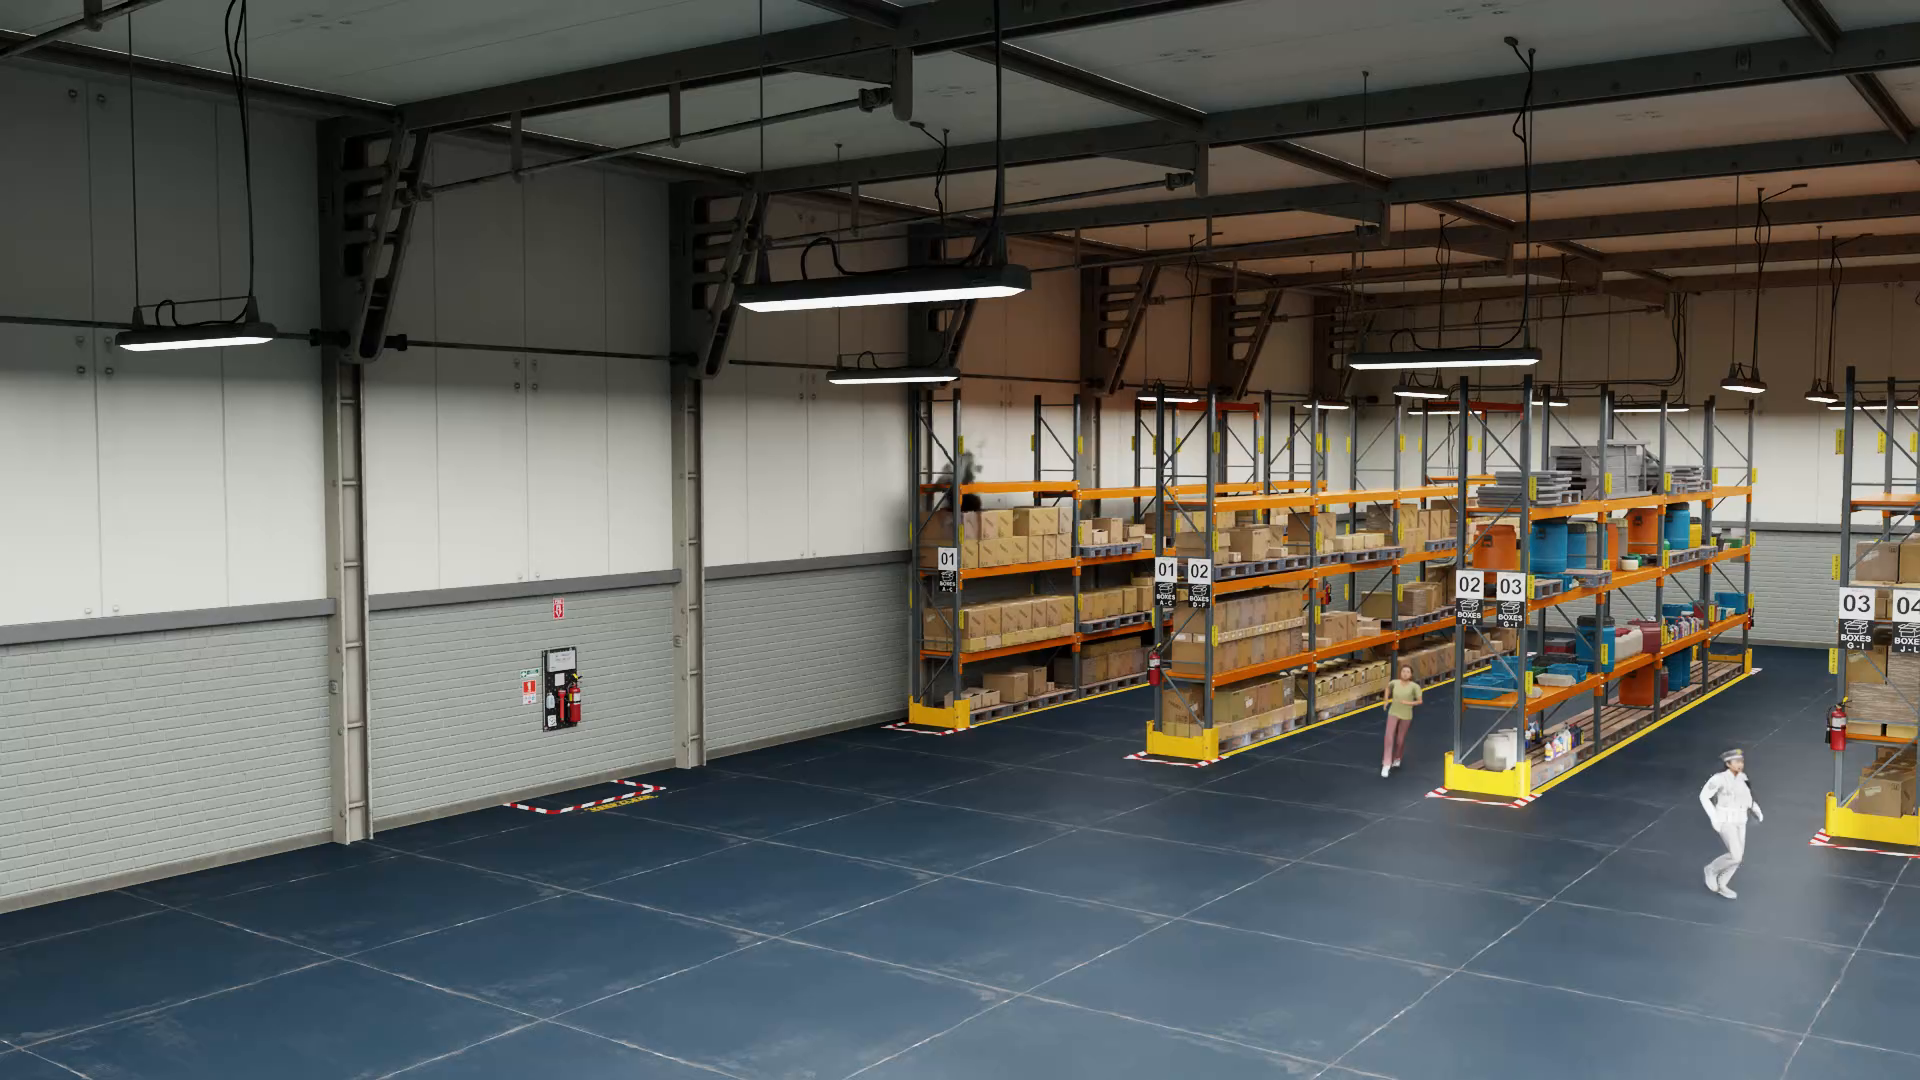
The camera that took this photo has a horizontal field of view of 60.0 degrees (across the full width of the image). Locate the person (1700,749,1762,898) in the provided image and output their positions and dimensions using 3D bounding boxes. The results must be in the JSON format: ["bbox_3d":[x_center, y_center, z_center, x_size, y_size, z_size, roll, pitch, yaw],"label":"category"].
[{"bbox_3d":[8.558,3.125,18.392,0.630,1.663,0.538,-1,4,-24],"label":"person"}]

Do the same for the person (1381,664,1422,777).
[{"bbox_3d":[6.754,2.727,25.369,0.584,1.690,0.887,1,3,20],"label":"person"}]
